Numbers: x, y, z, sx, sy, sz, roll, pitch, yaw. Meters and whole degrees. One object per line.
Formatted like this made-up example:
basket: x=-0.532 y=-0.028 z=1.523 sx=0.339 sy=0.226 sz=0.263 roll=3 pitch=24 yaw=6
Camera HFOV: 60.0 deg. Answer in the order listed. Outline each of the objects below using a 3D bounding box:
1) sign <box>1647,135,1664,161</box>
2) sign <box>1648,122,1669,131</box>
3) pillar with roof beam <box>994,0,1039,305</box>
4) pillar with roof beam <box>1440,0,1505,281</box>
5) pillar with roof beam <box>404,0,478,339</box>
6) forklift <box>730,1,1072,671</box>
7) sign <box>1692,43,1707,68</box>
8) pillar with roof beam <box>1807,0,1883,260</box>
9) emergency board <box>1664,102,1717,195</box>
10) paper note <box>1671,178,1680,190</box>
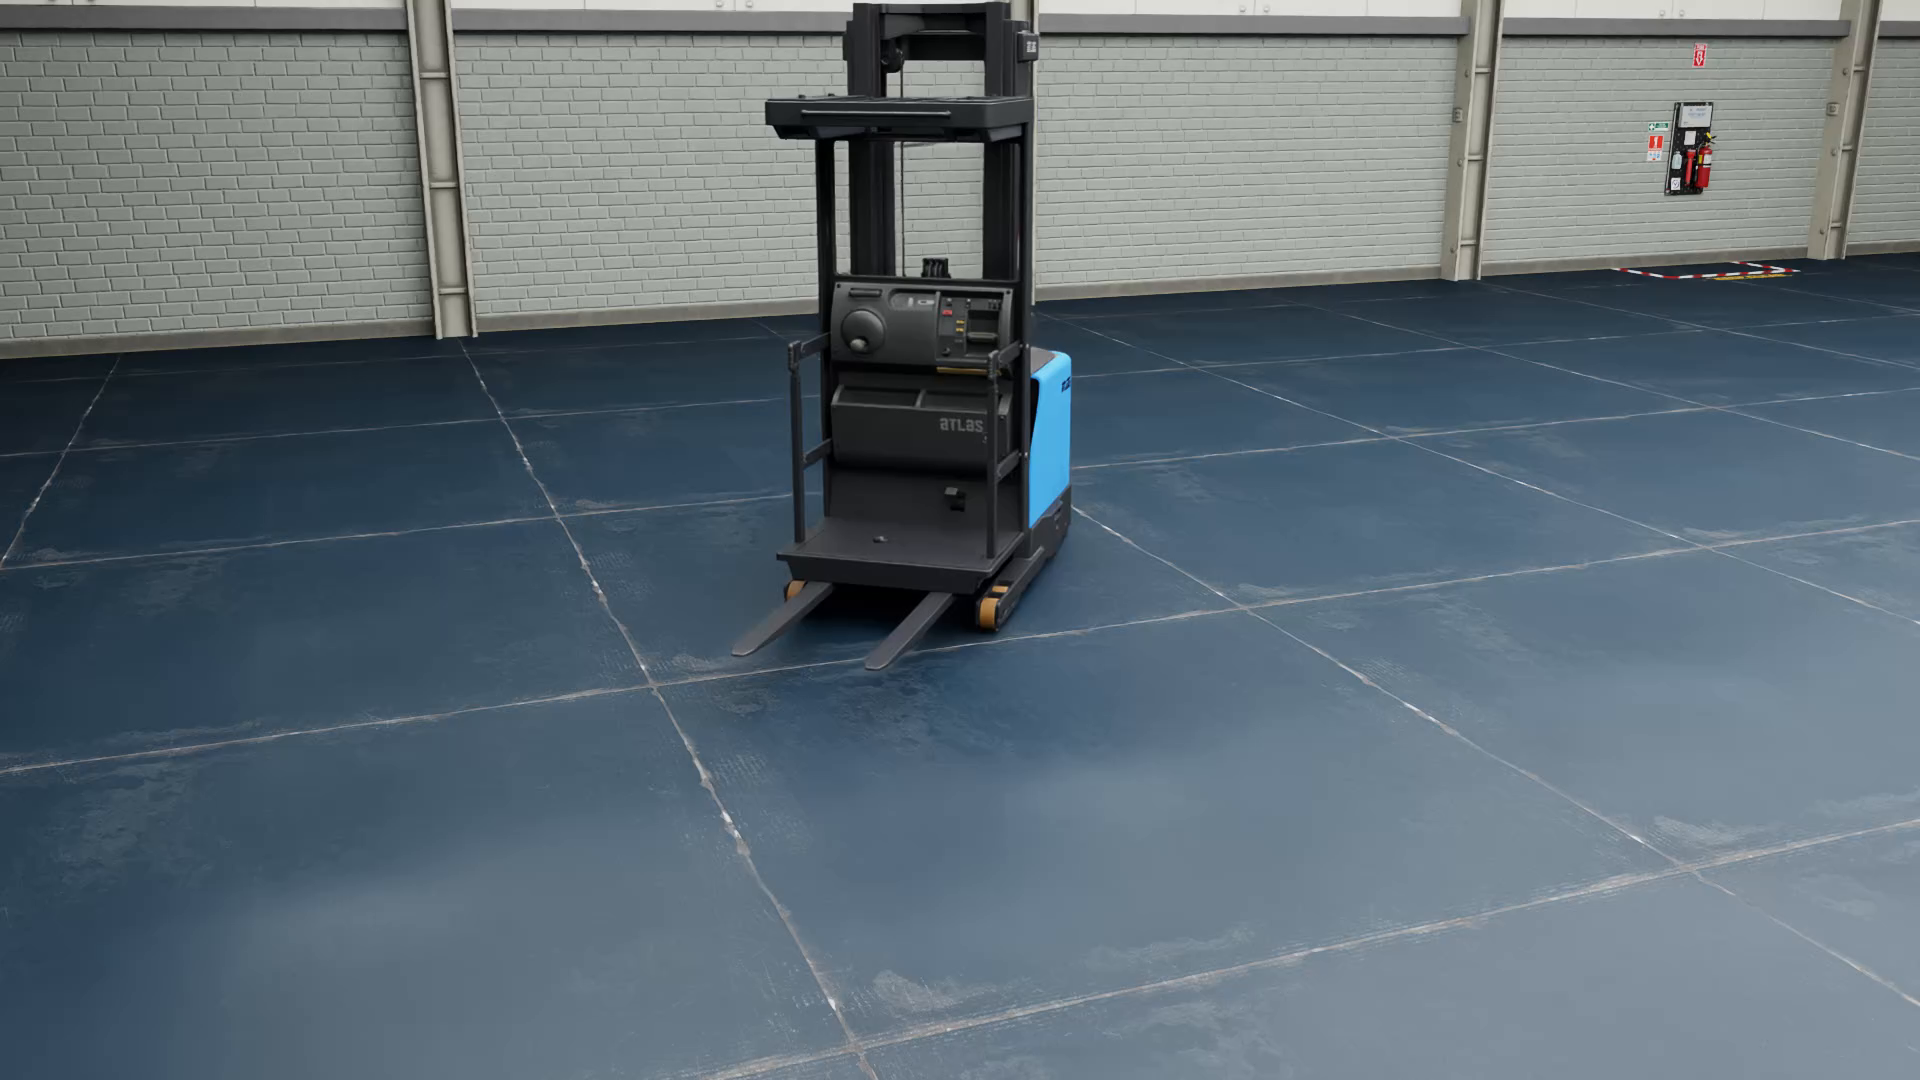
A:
sign: x=8.928 y=-5.034 z=21.353 sx=0.234 sy=0.329 sz=0.001 roll=-6 pitch=17 yaw=-20
sign: x=8.936 y=-5.286 z=21.272 sx=0.331 sy=0.109 sz=0.001 roll=-6 pitch=17 yaw=-20
pillar with roof beam: x=2.138 y=-5.820 z=13.447 sx=0.400 sy=9.000 sz=9.100 roll=-6 pitch=17 yaw=-20
pillar with roof beam: x=7.741 y=-6.425 z=15.507 sx=0.400 sy=9.000 sz=9.100 roll=-6 pitch=17 yaw=-20
pillar with roof beam: x=-3.465 y=-5.215 z=11.387 sx=0.400 sy=9.000 sz=9.100 roll=-6 pitch=17 yaw=-20
forklift: x=-0.250 y=-1.086 z=8.093 sx=1.130 sy=2.935 sz=3.031 roll=5 pitch=17 yaw=15
sign: x=9.438 y=-6.183 z=21.215 sx=0.199 sy=0.298 sz=0.001 roll=-6 pitch=17 yaw=-20
pillar with roof beam: x=13.343 y=-7.030 z=17.567 sx=0.400 sy=9.000 sz=9.100 roll=-6 pitch=17 yaw=-20
emergency board: x=9.482 y=-5.045 z=21.455 sx=0.643 sy=1.169 sz=0.194 roll=-6 pitch=17 yaw=-20
paper note: x=9.292 y=-4.623 z=21.581 sx=0.142 sy=0.148 sz=0.016 roll=-6 pitch=17 yaw=-20
